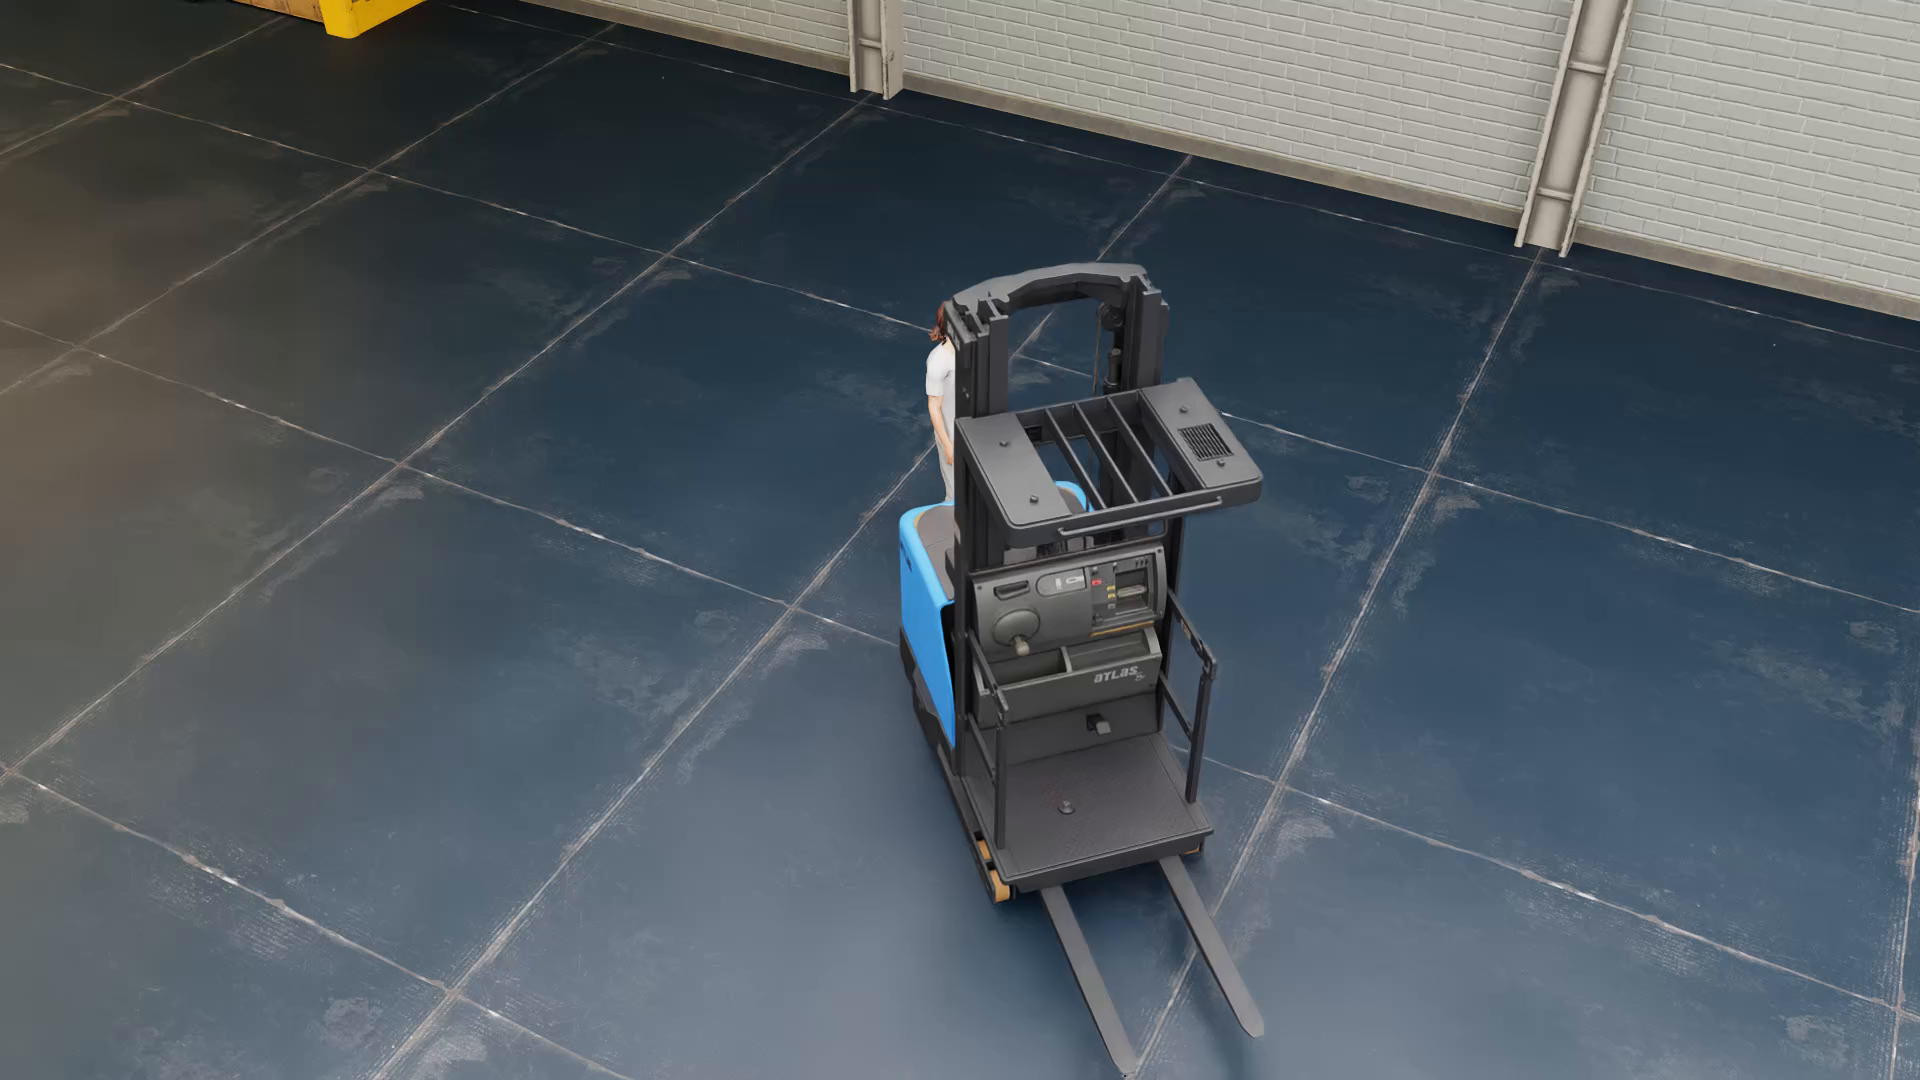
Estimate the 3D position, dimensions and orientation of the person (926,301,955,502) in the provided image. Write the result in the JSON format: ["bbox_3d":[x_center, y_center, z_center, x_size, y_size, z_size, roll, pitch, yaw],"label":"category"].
[{"bbox_3d":[0.059,-0.617,9.682,0.548,1.674,0.549,18,43,21],"label":"person"}]

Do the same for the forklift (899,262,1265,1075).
[{"bbox_3d":[0.582,0.360,7.558,1.130,2.935,3.031,-11,41,-13],"label":"forklift"}]
